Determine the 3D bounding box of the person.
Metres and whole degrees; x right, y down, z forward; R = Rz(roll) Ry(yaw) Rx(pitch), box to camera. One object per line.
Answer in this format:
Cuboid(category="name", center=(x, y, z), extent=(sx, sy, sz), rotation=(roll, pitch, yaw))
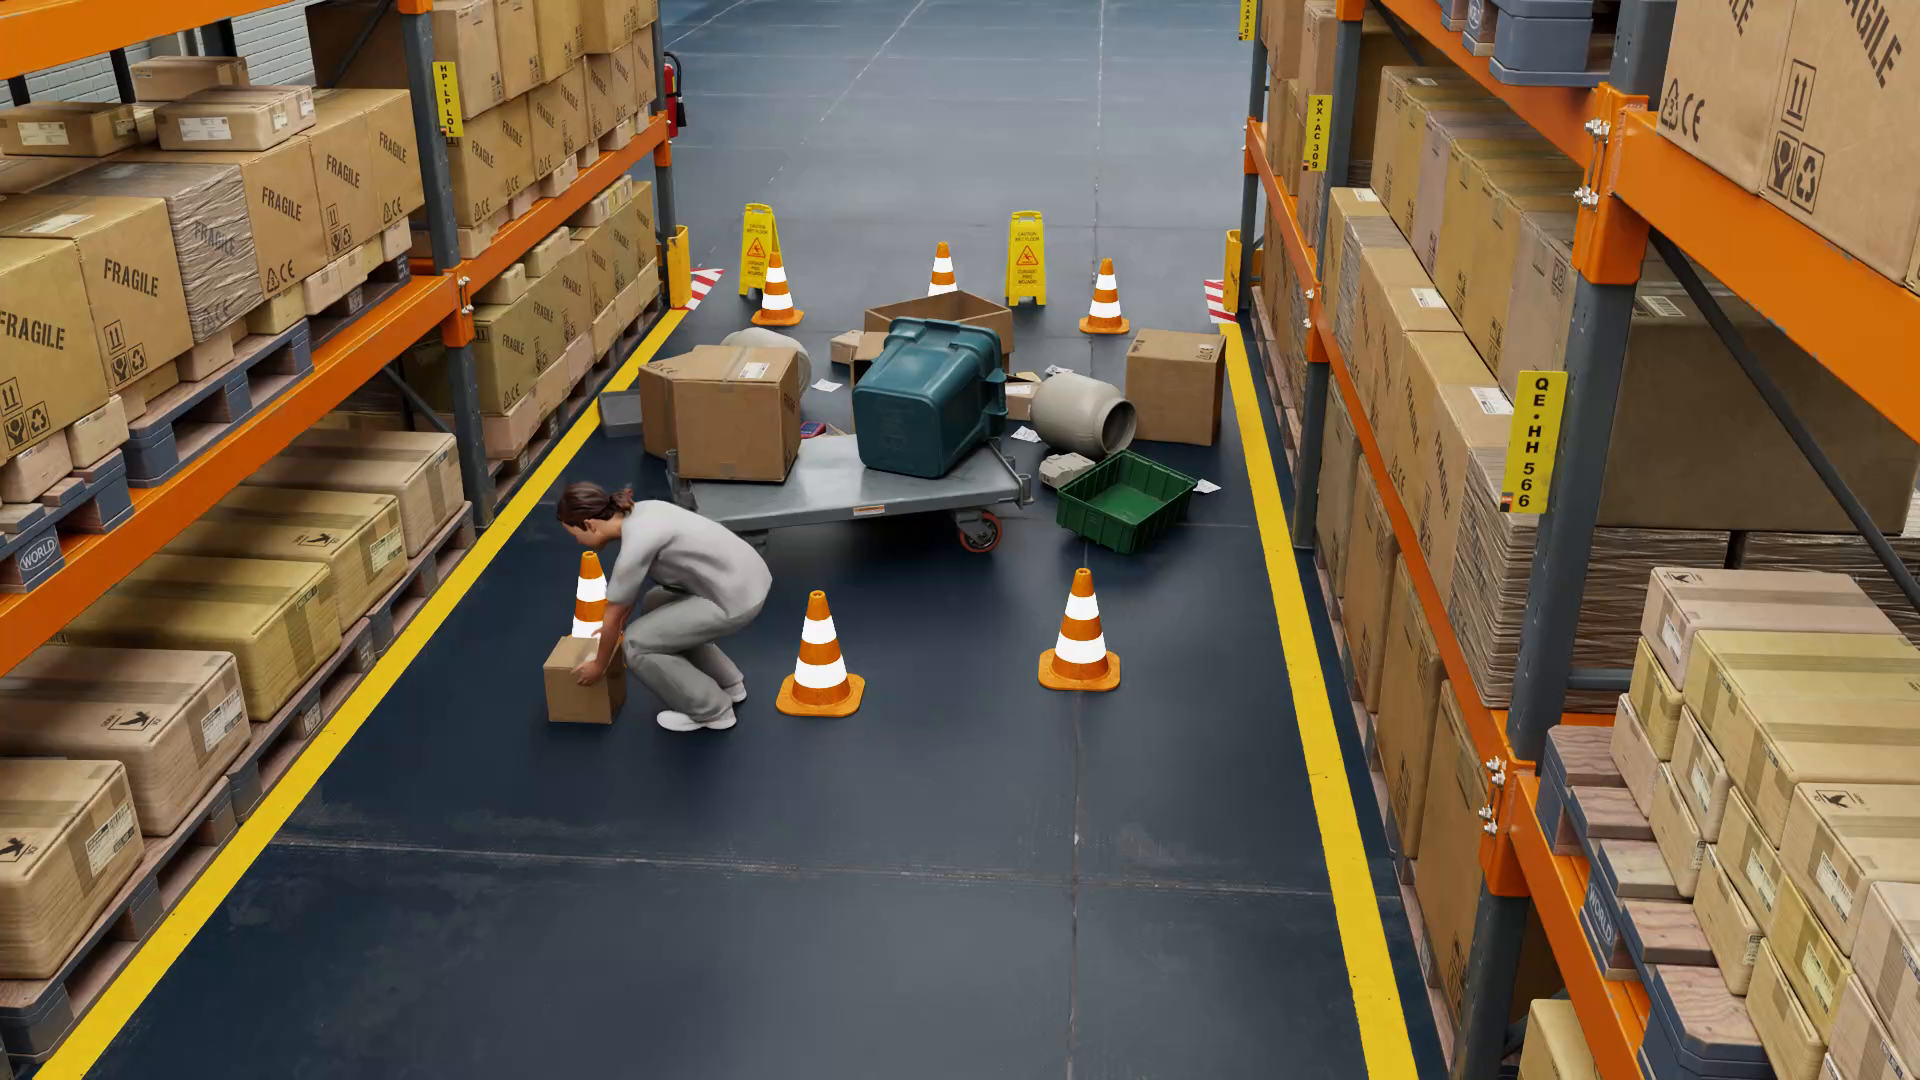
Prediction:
Cuboid(category="person", center=(-1.121, 0.240, 6.399), extent=(0.782, 0.998, 0.488), rotation=(2, 25, 4))
